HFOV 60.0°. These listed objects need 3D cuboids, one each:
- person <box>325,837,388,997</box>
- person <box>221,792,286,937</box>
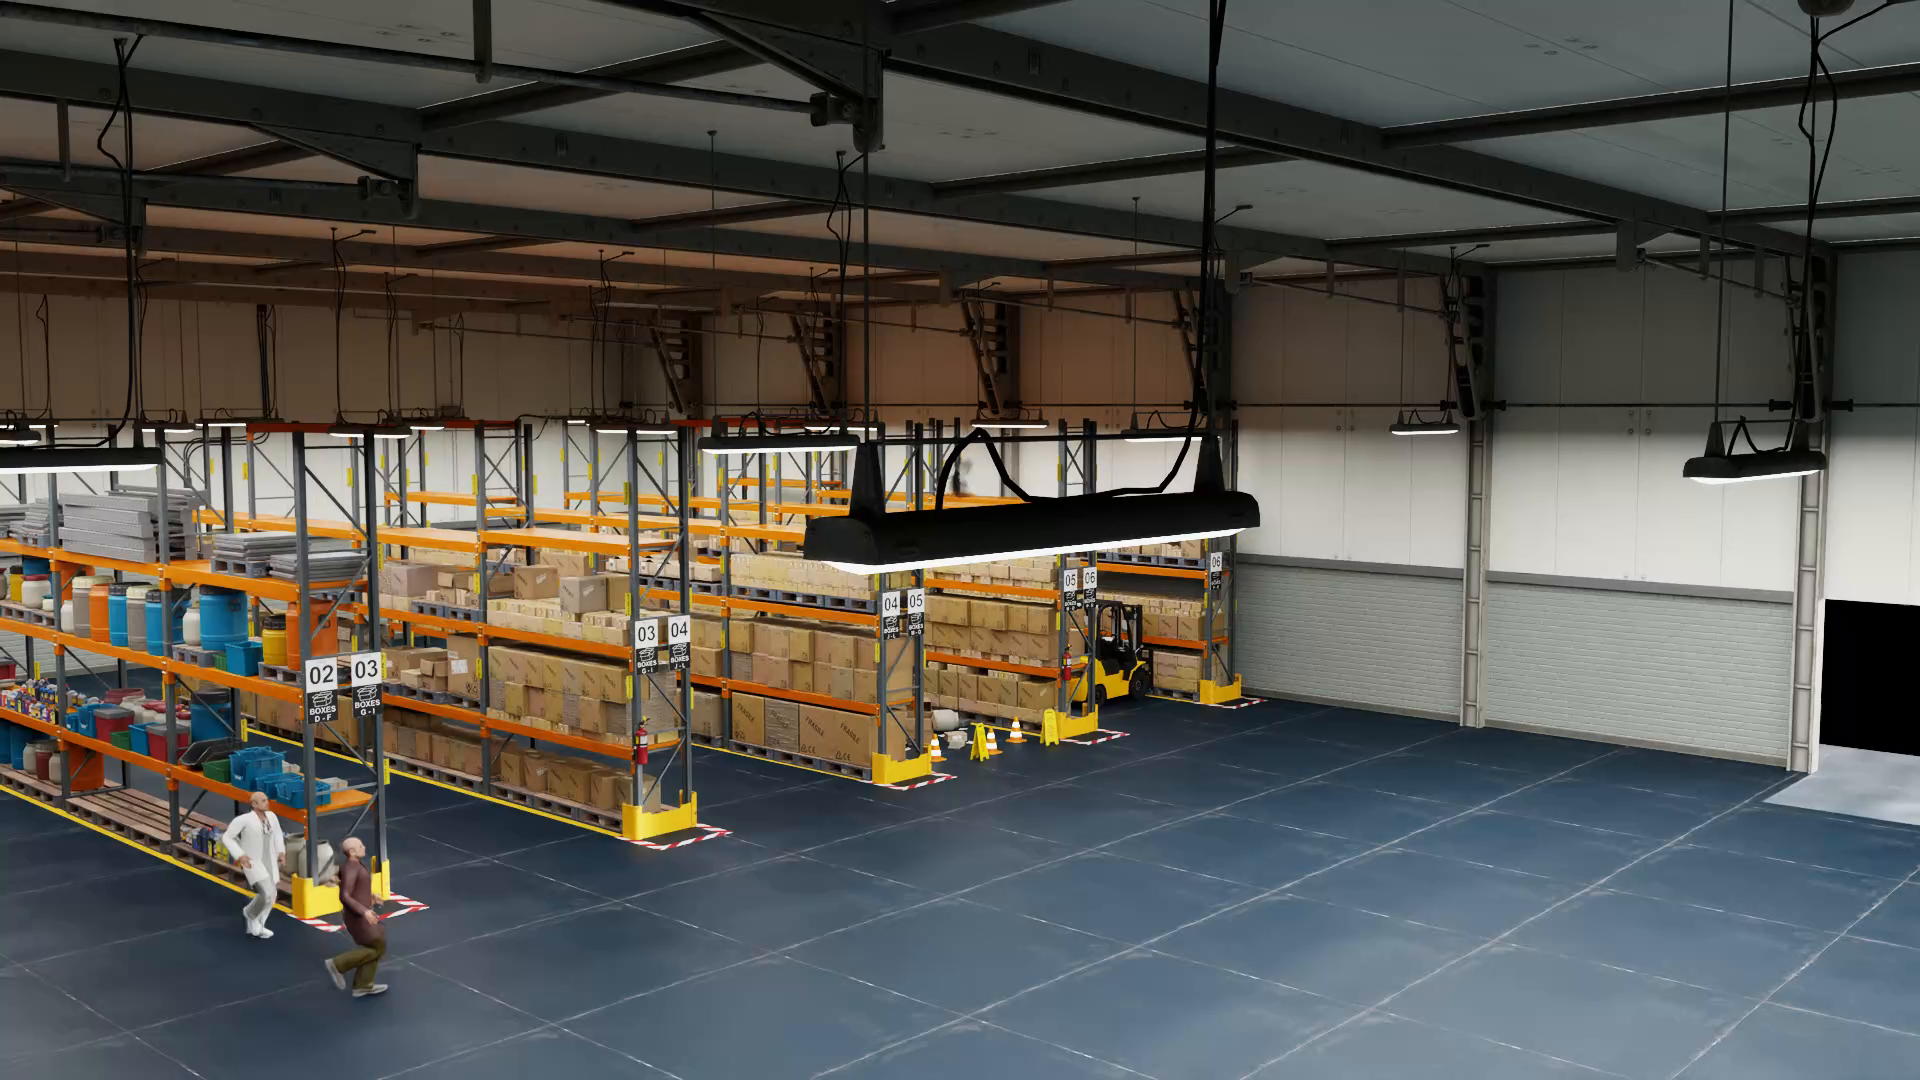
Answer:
[{"bbox_3d":[-6.463,4.025,17.755,0.629,1.728,0.726,-2,5,-24],"label":"person"},{"bbox_3d":[-8.272,3.855,19.698,0.570,1.743,0.737,2,5,28],"label":"person"}]
